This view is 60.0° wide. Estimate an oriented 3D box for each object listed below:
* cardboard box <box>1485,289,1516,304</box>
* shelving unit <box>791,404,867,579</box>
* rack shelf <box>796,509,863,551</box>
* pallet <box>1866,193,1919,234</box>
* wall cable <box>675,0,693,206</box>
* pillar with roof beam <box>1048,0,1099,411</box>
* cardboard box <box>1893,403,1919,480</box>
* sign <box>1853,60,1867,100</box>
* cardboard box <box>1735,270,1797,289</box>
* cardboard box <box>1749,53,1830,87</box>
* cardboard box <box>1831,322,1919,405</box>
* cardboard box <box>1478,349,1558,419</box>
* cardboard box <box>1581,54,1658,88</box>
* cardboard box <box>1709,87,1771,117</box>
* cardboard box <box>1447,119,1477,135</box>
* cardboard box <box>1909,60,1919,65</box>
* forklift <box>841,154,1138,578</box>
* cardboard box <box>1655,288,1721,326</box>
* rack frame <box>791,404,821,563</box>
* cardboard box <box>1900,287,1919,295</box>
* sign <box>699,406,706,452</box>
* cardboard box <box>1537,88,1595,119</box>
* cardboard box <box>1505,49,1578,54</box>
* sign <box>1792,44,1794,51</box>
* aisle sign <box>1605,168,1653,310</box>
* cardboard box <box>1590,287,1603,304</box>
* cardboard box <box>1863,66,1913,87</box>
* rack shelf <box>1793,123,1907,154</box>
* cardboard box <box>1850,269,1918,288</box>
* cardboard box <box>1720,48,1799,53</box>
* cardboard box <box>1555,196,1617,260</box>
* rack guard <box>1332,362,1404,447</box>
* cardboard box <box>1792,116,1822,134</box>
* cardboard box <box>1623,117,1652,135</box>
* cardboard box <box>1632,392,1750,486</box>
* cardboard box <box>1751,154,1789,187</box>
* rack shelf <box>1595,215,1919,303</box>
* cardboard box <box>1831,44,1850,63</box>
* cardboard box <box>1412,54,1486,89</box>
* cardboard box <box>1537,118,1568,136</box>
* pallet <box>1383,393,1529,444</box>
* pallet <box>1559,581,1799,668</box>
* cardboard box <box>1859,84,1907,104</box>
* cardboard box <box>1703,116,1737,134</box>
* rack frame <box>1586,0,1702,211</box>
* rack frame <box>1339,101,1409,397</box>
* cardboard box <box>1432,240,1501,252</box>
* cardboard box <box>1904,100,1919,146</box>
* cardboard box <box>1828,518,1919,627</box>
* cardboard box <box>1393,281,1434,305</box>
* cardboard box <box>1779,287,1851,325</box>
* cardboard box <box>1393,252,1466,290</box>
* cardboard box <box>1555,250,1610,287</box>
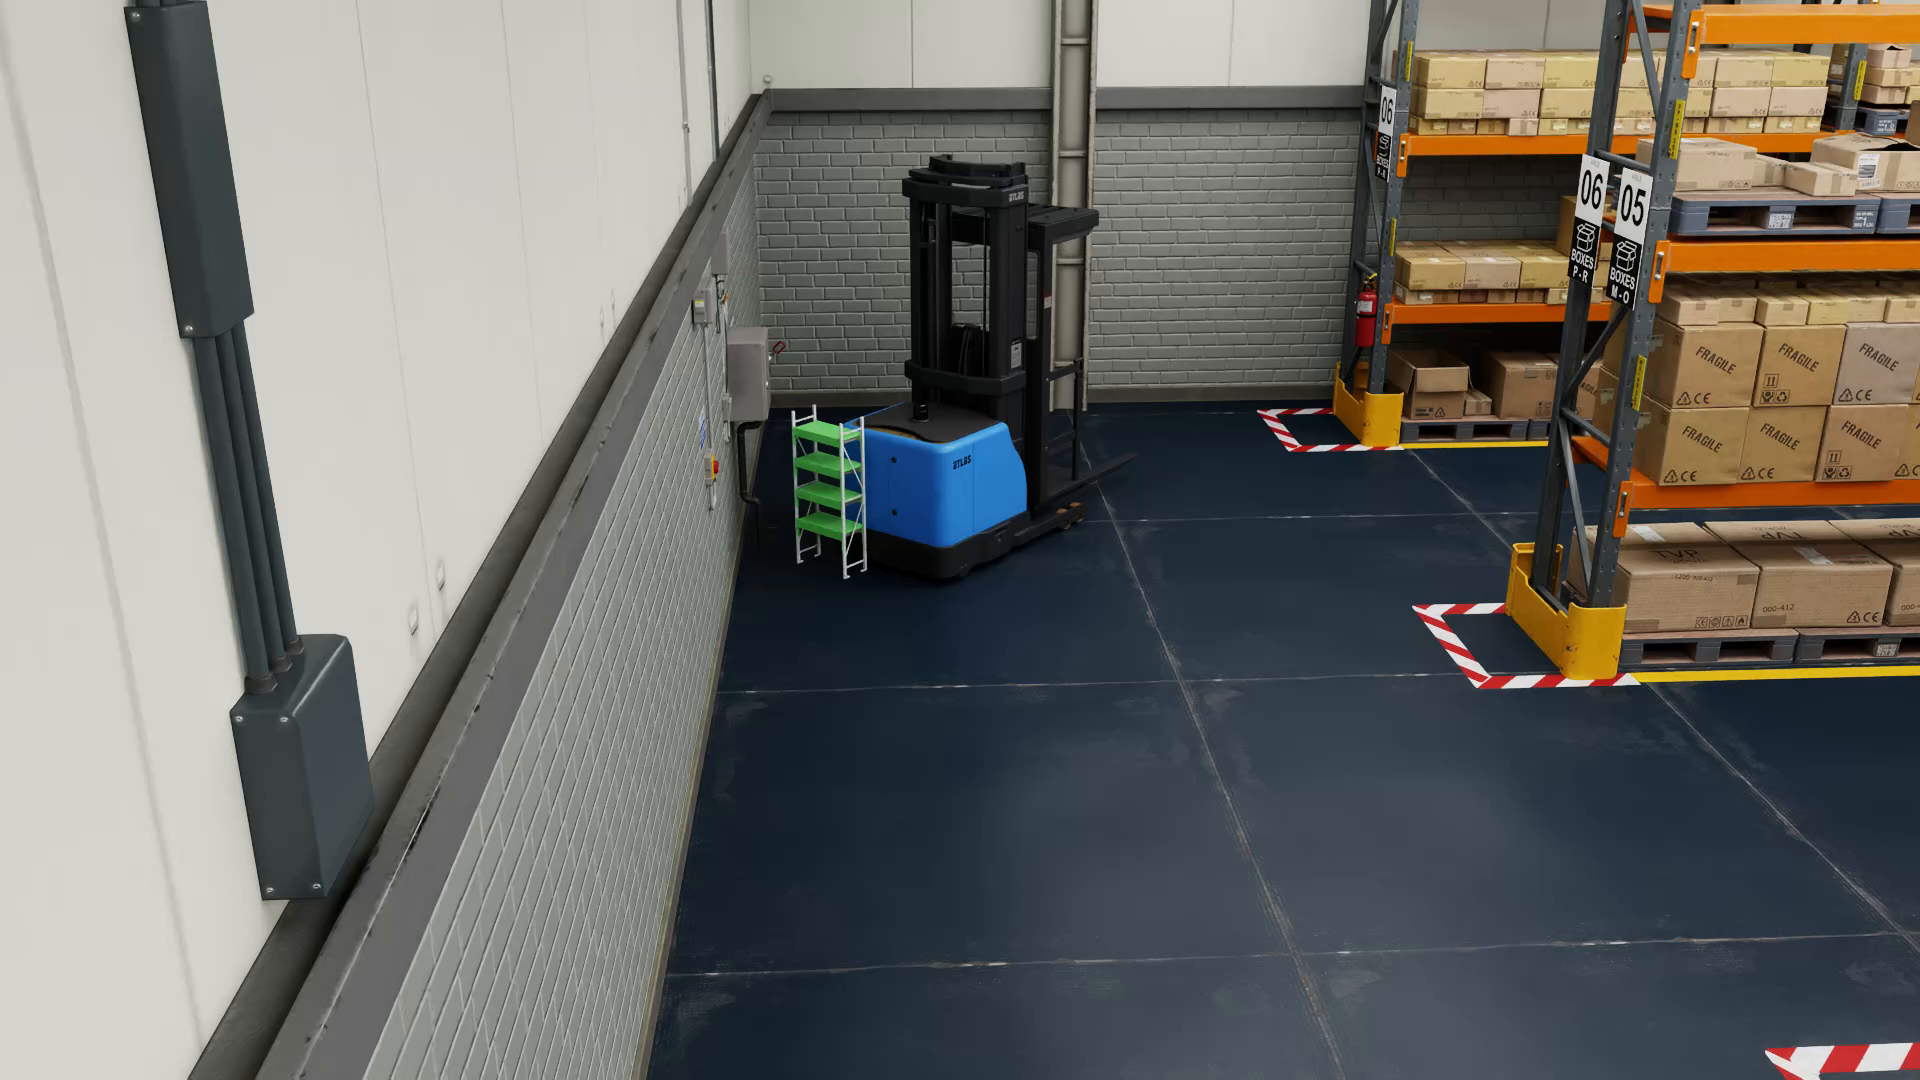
[{"bbox_3d":[4.909,-2.284,15.258,0.250,0.149,0.380,-1,21,-1],"label":"cardboard box"},{"bbox_3d":[-0.971,-0.361,12.382,0.503,1.200,0.258,17,26,37],"label":"shelving unit"},{"bbox_3d":[-0.971,-0.077,12.490,0.480,0.148,0.258,17,26,37],"label":"rack shelf"},{"bbox_3d":[6.046,-2.111,10.360,1.213,0.211,1.003,-1,21,-3],"label":"pallet"},{"bbox_3d":[-1.578,-3.294,9.127,0.029,3.000,0.463,-1,21,-3],"label":"wall cable"},{"bbox_3d":[1.300,-4.009,11.005,0.400,9.000,9.100,-1,21,-3],"label":"pillar with roof beam"},{"bbox_3d":[6.092,-0.701,10.606,0.500,0.500,0.500,0,21,-1],"label":"cardboard box"},{"bbox_3d":[7.830,-4.002,14.474,0.005,0.325,0.100,-1,21,-3],"label":"sign"},{"bbox_3d":[5.191,-1.641,10.759,0.250,0.149,0.380,-1,21,-2],"label":"cardboard box"},{"bbox_3d":[7.301,-4.159,14.705,0.500,0.250,0.500,-1,21,-3],"label":"cardboard box"},{"bbox_3d":[5.609,-1.155,10.394,0.500,0.500,0.500,-1,21,-3],"label":"cardboard box"},{"bbox_3d":[5.270,-1.480,15.715,0.500,0.500,0.700,0,21,-1],"label":"cardboard box"},{"bbox_3d":[5.773,-4.126,14.618,0.500,0.250,0.500,-1,21,-2],"label":"cardboard box"},{"bbox_3d":[6.806,-3.909,14.748,0.500,0.250,0.500,-2,21,-5],"label":"cardboard box"},{"bbox_3d":[4.390,-3.693,14.741,0.250,0.149,0.380,-1,21,-2],"label":"cardboard box"},{"bbox_3d":[8.589,-4.286,15.152,0.250,0.149,0.380,-2,21,-4],"label":"cardboard box"},{"bbox_3d":[0.376,-1.548,13.069,1.130,2.935,3.031,15,25,34],"label":"forklift"},{"bbox_3d":[4.455,-1.432,10.210,0.250,0.149,0.380,-1,21,-2],"label":"cardboard box"},{"bbox_3d":[-1.158,-0.417,12.529,0.015,1.200,0.240,17,26,37],"label":"rack frame"},{"bbox_3d":[6.006,-1.449,10.254,0.250,0.149,0.380,-2,21,-4],"label":"cardboard box"},{"bbox_3d":[-1.602,-0.691,10.342,0.001,0.218,0.327,-1,21,-3],"label":"sign"},{"bbox_3d":[5.274,-3.876,14.662,0.500,0.250,0.500,-2,21,-5],"label":"cardboard box"},{"bbox_3d":[5.259,-4.307,15.091,0.500,0.250,0.500,-1,21,-3],"label":"cardboard box"},{"bbox_3d":[7.756,-4.575,15.427,0.005,0.325,0.100,-1,21,-3],"label":"sign"},{"bbox_3d":[4.030,-1.817,10.024,0.004,0.787,0.394,-1,21,-3],"label":"aisle sign"},{"bbox_3d":[5.692,-2.283,15.253,0.250,0.149,0.380,-1,21,-2],"label":"cardboard box"},{"bbox_3d":[8.115,-4.068,14.577,0.250,0.149,0.380,-1,21,-1],"label":"cardboard box"},{"bbox_3d":[9.788,-3.657,15.306,4.000,0.370,1.077,-1,21,-3],"label":"rack shelf"},{"bbox_3d":[5.966,-1.646,10.771,0.250,0.149,0.380,0,21,-1],"label":"cardboard box"},{"bbox_3d":[7.281,-4.346,15.195,0.500,0.250,0.500,-1,21,-4],"label":"cardboard box"},{"bbox_3d":[5.764,-2.833,15.085,0.500,0.500,0.500,-1,21,-2],"label":"cardboard box"},{"bbox_3d":[3.874,-1.303,15.841,0.348,0.500,1.175,-1,21,-3],"label":"rack guard"},{"bbox_3d":[7.449,-3.723,14.821,0.250,0.149,0.380,-1,21,-3],"label":"cardboard box"},{"bbox_3d":[5.914,-3.681,14.712,0.250,0.149,0.380,-1,21,-2],"label":"cardboard box"},{"bbox_3d":[4.581,-0.661,10.501,0.500,0.500,0.500,-1,21,-3],"label":"cardboard box"},{"bbox_3d":[4.943,-2.312,10.384,0.250,0.149,0.380,-3,21,-7],"label":"cardboard box"},{"bbox_3d":[6.082,-1.813,10.462,4.000,0.370,1.077,-1,21,-3],"label":"rack shelf"},{"bbox_3d":[8.093,-4.441,14.977,0.258,0.266,0.396,-1,21,-4],"label":"cardboard box"},{"bbox_3d":[4.255,-4.094,14.532,0.500,0.250,0.500,-1,21,-4],"label":"cardboard box"},{"bbox_3d":[5.162,-3.668,14.677,0.250,0.149,0.380,-1,21,-3],"label":"cardboard box"},{"bbox_3d":[4.670,-1.184,15.935,1.213,0.211,1.003,-1,21,-3],"label":"pallet"},{"bbox_3d":[4.879,0.553,11.373,1.213,0.211,1.003,-1,21,-3],"label":"pallet"},{"bbox_3d":[8.112,-3.943,14.669,0.250,0.149,0.380,-1,21,-2],"label":"cardboard box"},{"bbox_3d":[6.691,-3.713,14.796,0.250,0.149,0.380,-1,21,-3],"label":"cardboard box"},{"bbox_3d":[4.085,-3.510,9.693,0.127,3.000,1.000,-1,21,-3],"label":"rack frame"},{"bbox_3d":[3.798,-2.470,15.392,0.127,3.000,1.000,-1,21,-3],"label":"rack frame"},{"bbox_3d":[4.757,-2.652,15.664,0.500,0.250,0.500,-1,21,-3],"label":"cardboard box"},{"bbox_3d":[6.106,-2.386,10.084,0.500,0.500,0.500,-1,21,-2],"label":"cardboard box"},{"bbox_3d":[6.552,0.207,11.374,0.875,0.438,0.875,-2,21,-5],"label":"cardboard box"},{"bbox_3d":[4.142,-2.261,15.198,0.250,0.149,0.380,-1,21,-3],"label":"cardboard box"},{"bbox_3d":[5.241,-1.439,10.228,0.250,0.149,0.380,-2,21,-5],"label":"cardboard box"},{"bbox_3d":[4.266,-2.452,15.138,0.500,0.250,0.500,-1,21,-3],"label":"cardboard box"},{"bbox_3d":[5.785,-2.492,15.243,0.500,0.250,0.500,-2,21,-4],"label":"cardboard box"}]
